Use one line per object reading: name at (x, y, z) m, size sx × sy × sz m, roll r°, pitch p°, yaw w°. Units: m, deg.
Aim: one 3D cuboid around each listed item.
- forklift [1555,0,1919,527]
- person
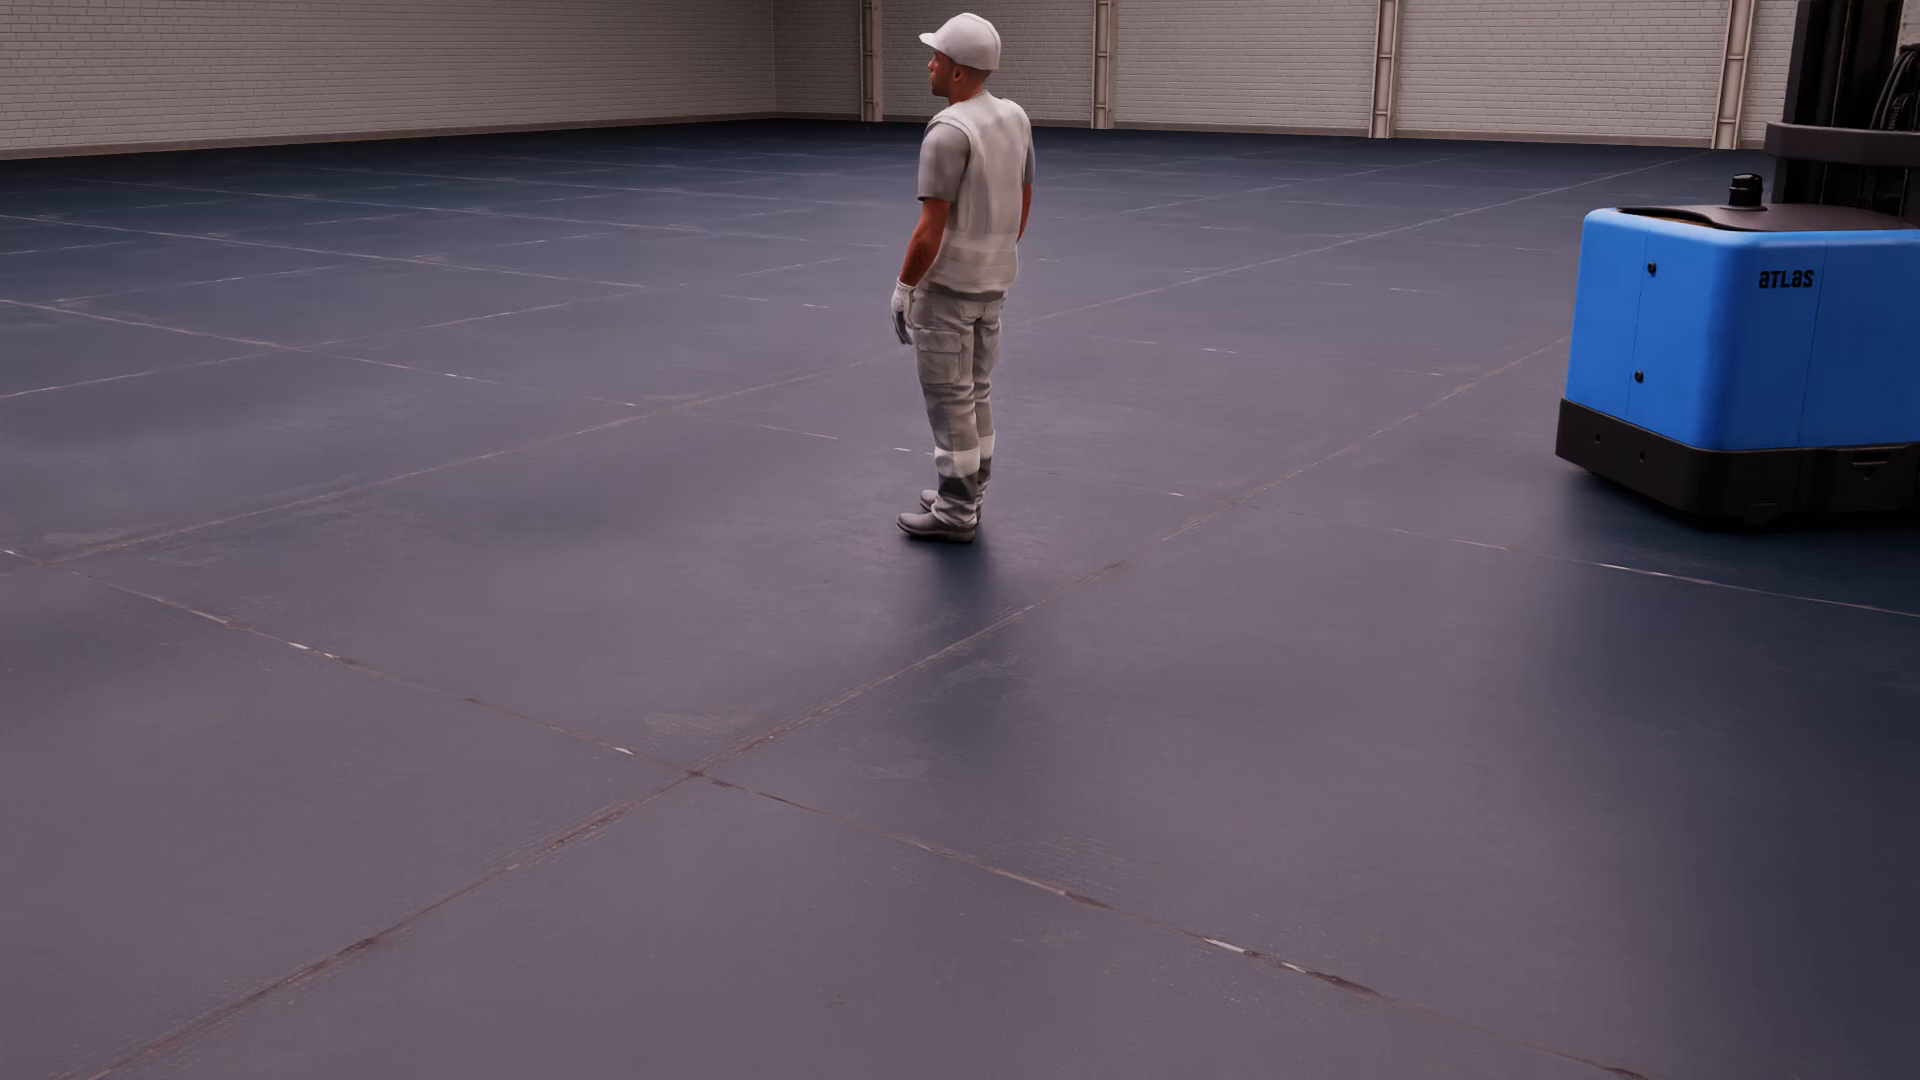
forklift at (4.030, -1.642, 6.324) m, size 3.031 × 2.935 × 1.130 m, roll -3°, pitch 17°, yaw -11°
person at (-0.060, -0.880, 5.743) m, size 0.562 × 1.790 × 0.637 m, roll 11°, pitch 20°, yaw 33°
